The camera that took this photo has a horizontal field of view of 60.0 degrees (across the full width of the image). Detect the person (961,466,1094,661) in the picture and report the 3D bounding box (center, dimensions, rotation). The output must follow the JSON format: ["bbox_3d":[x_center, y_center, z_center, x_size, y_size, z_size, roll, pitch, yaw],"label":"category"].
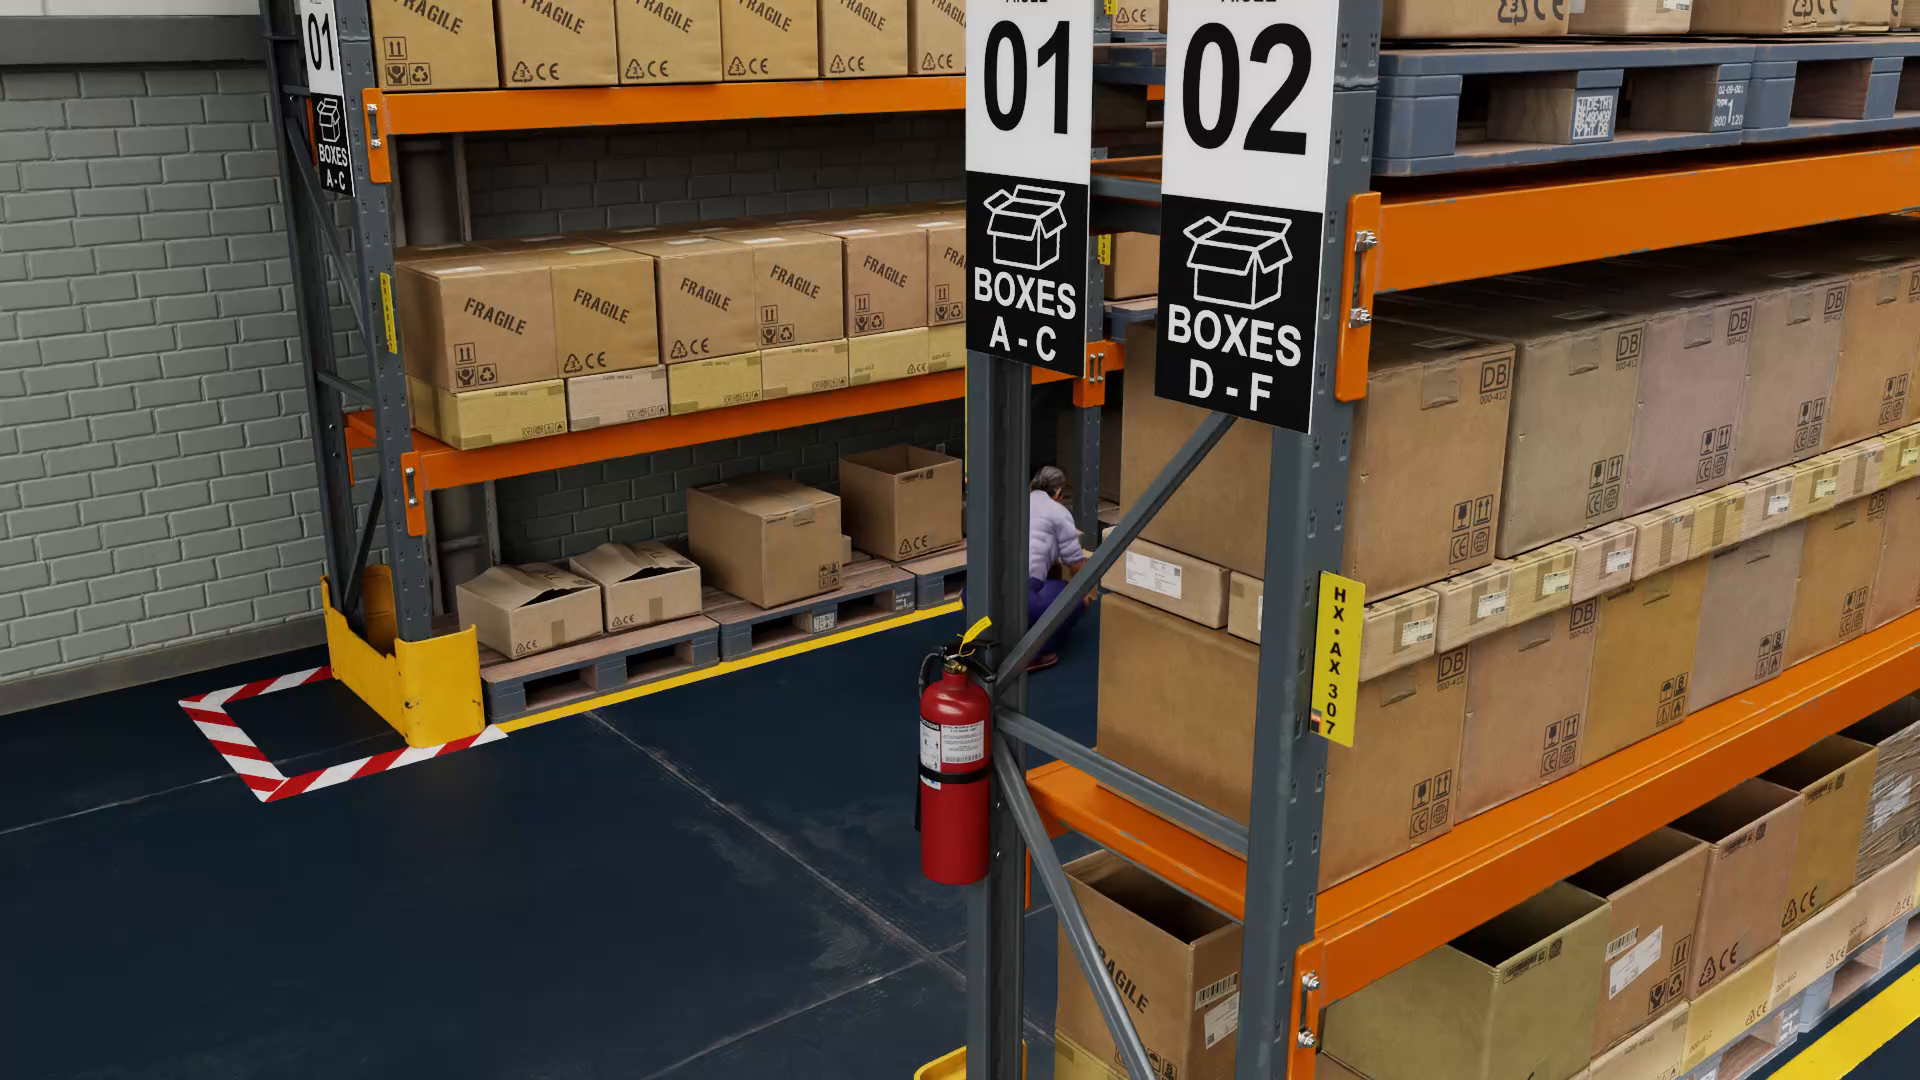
[{"bbox_3d":[0.353,0.117,8.345,0.525,0.894,0.833,13,22,35],"label":"person"}]
